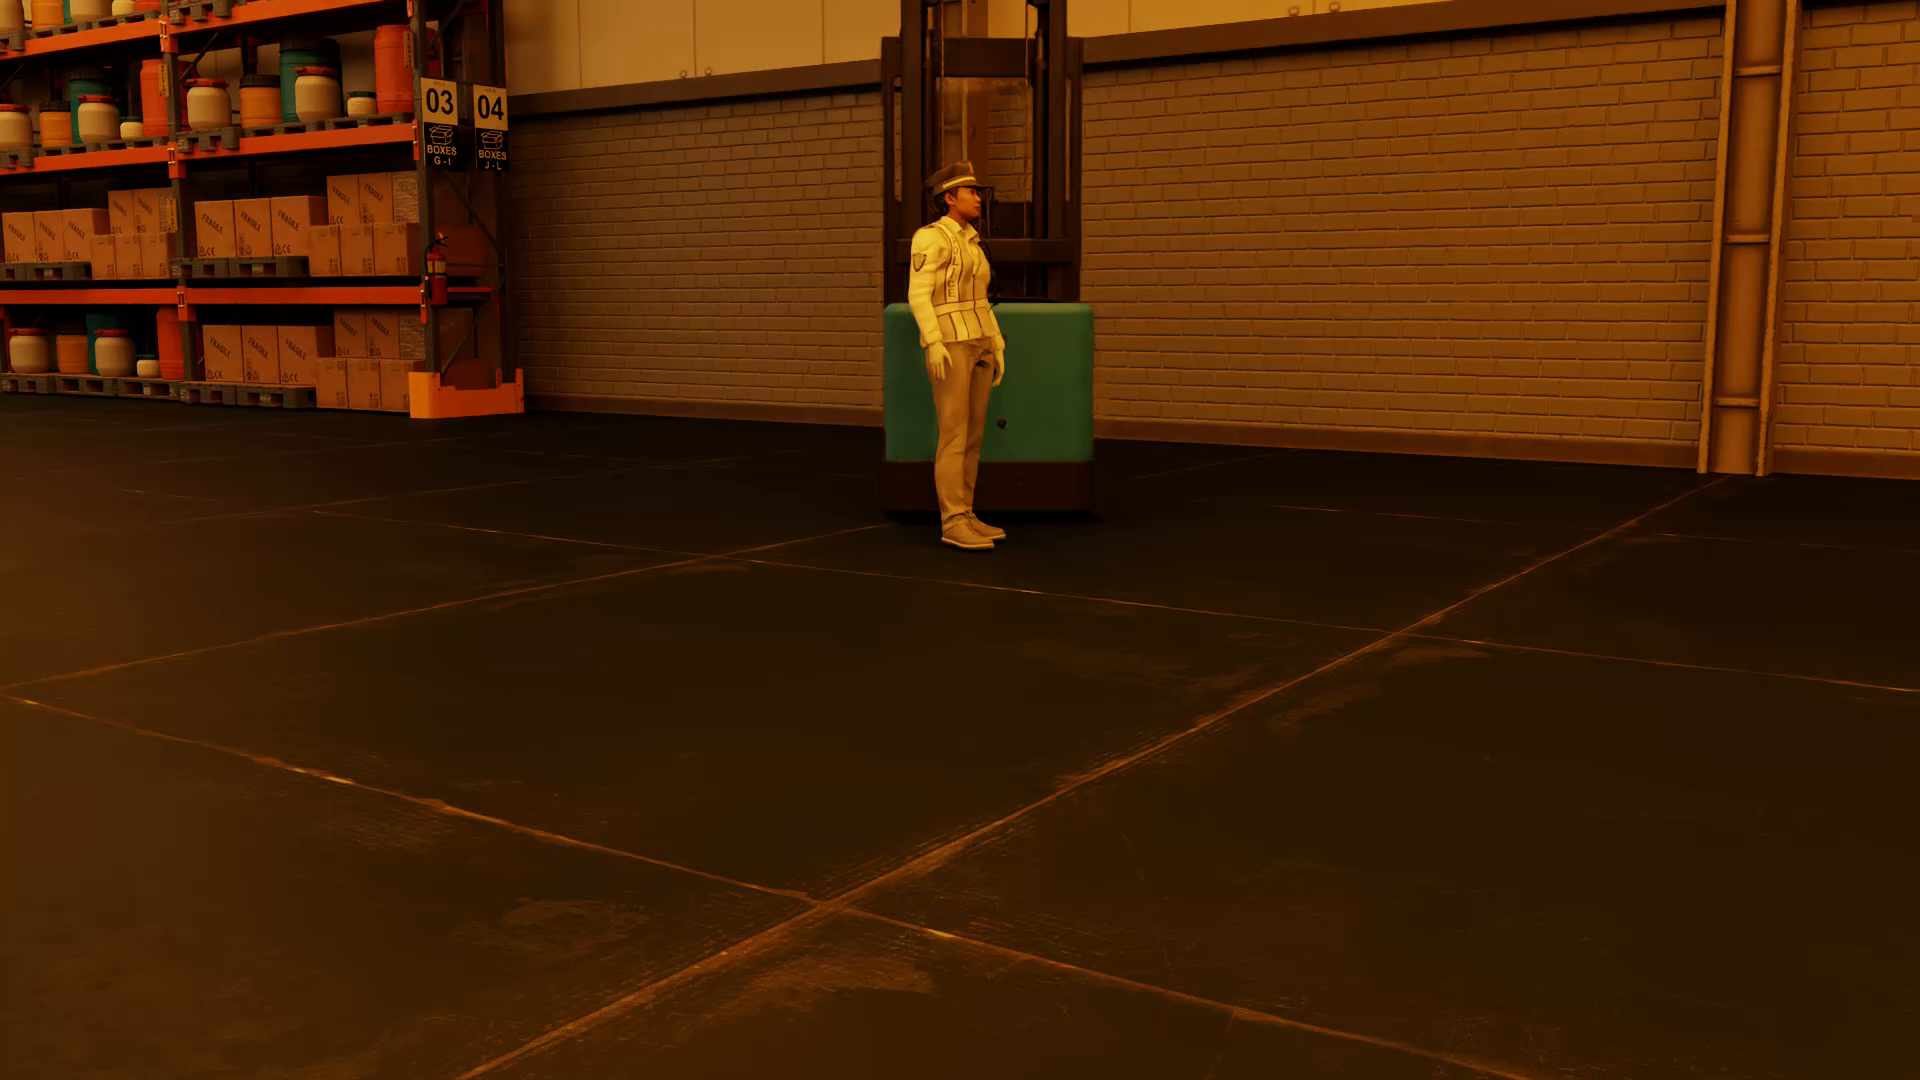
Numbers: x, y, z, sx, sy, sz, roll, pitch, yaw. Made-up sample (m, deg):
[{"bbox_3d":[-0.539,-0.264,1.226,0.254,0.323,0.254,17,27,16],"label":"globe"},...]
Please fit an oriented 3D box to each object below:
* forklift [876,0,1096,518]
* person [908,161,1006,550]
[{"bbox_3d":[0.116,-1.736,9.400,1.130,2.935,3.031,0,8,-1],"label":"forklift"},{"bbox_3d":[0.053,-0.840,7.439,0.530,1.694,0.586,5,10,34],"label":"person"}]
